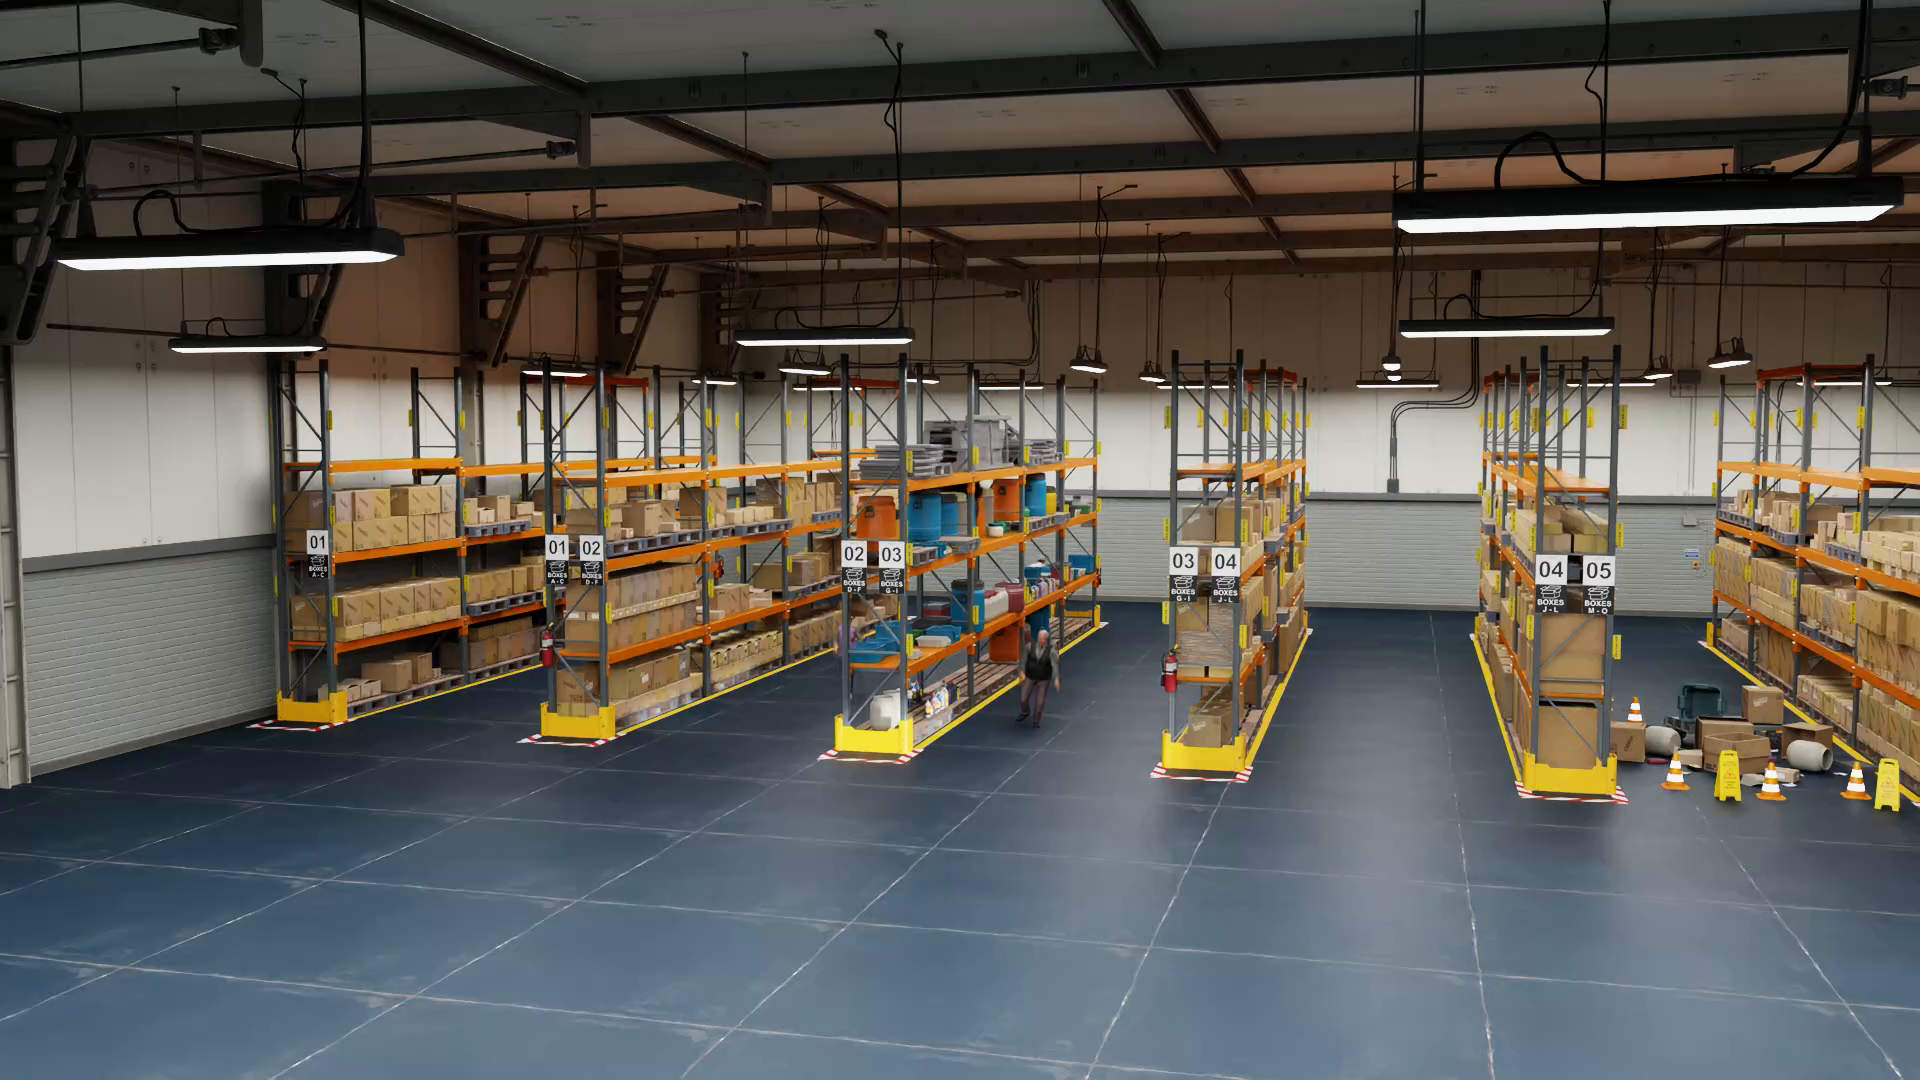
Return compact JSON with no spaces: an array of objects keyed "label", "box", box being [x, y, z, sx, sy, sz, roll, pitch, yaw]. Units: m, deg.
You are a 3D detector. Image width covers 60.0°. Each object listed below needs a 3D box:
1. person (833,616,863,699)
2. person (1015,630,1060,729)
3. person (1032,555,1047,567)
[{"label":"person","box":[-2.020,2.092,29.953,0.551,1.528,0.574,1,4,7]},{"label":"person","box":[1.255,2.239,26.876,0.768,1.642,0.572,1,4,12]},{"label":"person","box":[1.931,1.187,41.780,0.610,1.639,0.525,4,6,44]}]
